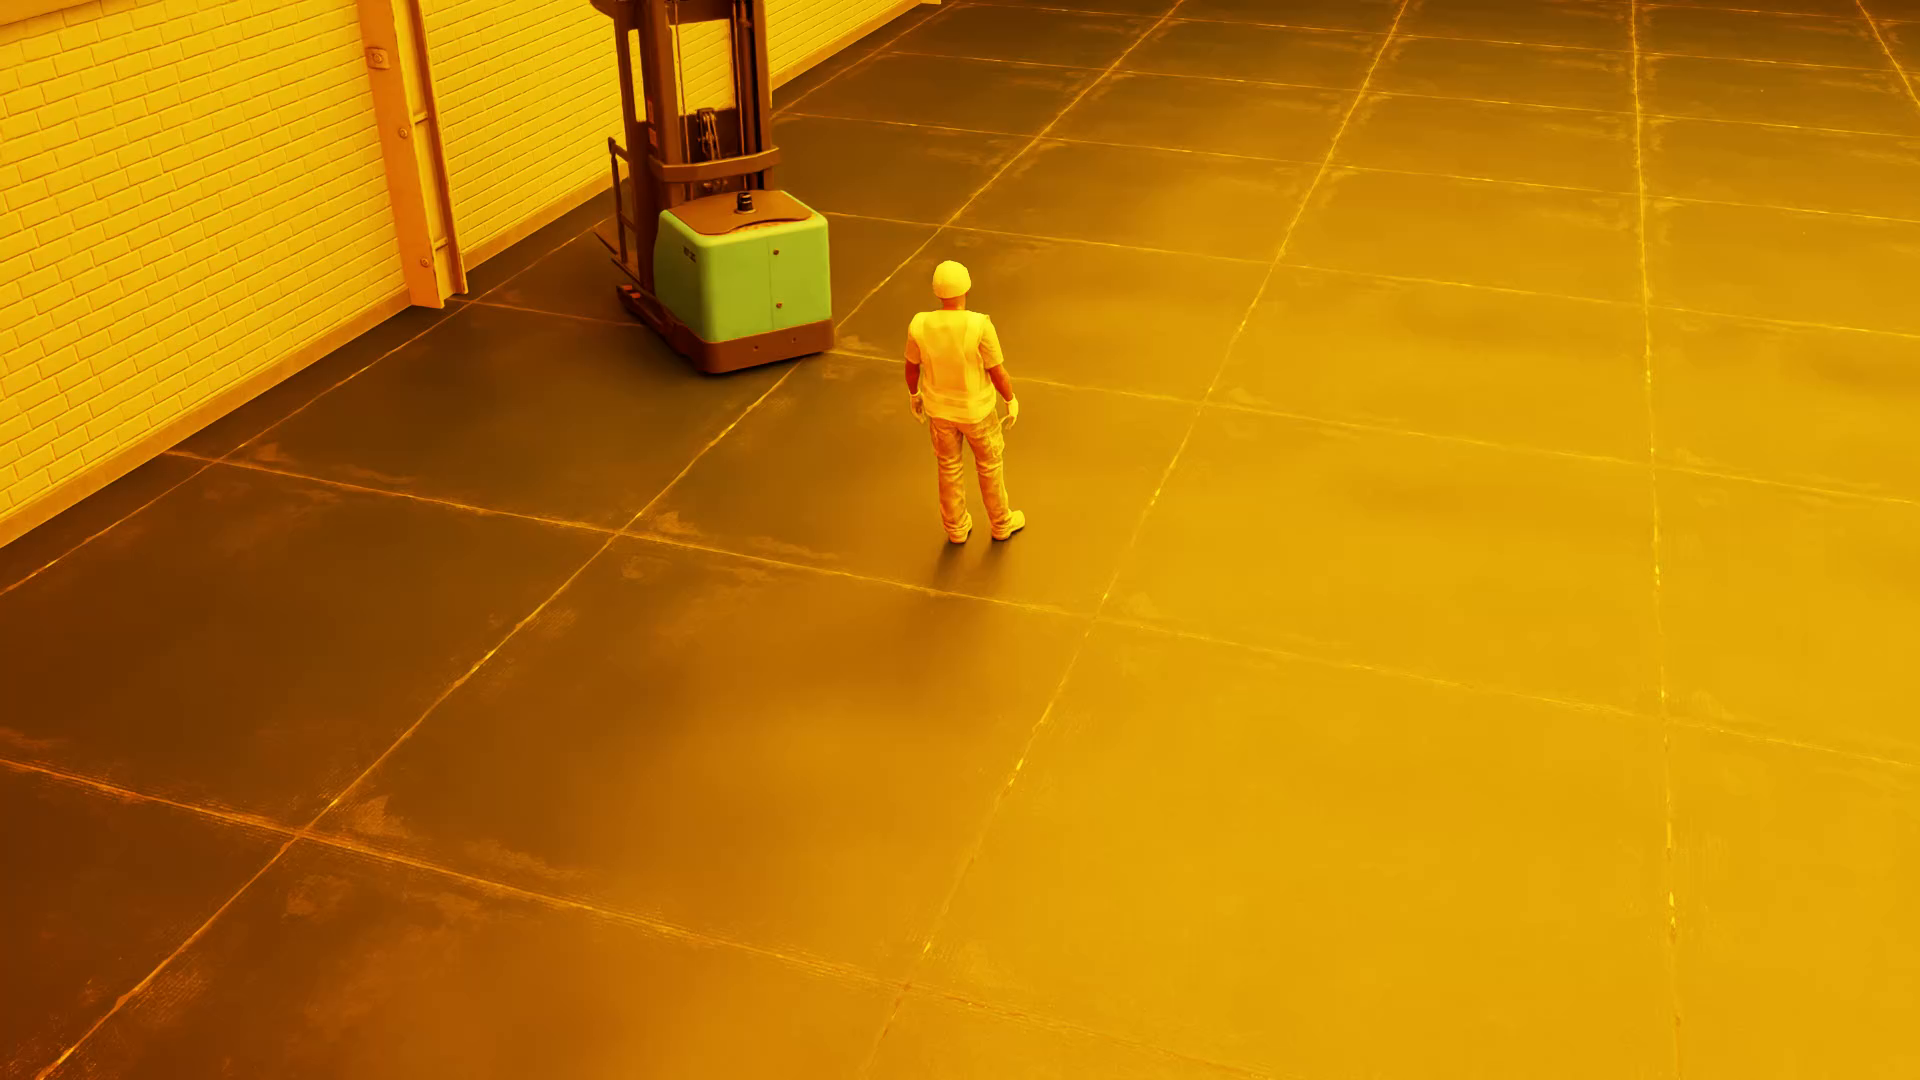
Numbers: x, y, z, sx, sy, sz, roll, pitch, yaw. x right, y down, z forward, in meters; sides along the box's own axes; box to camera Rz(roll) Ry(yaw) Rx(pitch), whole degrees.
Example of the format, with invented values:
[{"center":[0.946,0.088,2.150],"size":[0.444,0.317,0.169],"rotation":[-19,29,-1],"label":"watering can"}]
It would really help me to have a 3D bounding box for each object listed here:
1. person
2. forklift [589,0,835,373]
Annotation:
[{"center":[0.032,-0.814,9.708],"size":[0.657,1.785,0.575],"rotation":[10,31,16],"label":"person"},{"center":[-2.109,-3.179,12.714],"size":[1.130,2.935,3.031],"rotation":[-16,33,-25],"label":"forklift"}]
